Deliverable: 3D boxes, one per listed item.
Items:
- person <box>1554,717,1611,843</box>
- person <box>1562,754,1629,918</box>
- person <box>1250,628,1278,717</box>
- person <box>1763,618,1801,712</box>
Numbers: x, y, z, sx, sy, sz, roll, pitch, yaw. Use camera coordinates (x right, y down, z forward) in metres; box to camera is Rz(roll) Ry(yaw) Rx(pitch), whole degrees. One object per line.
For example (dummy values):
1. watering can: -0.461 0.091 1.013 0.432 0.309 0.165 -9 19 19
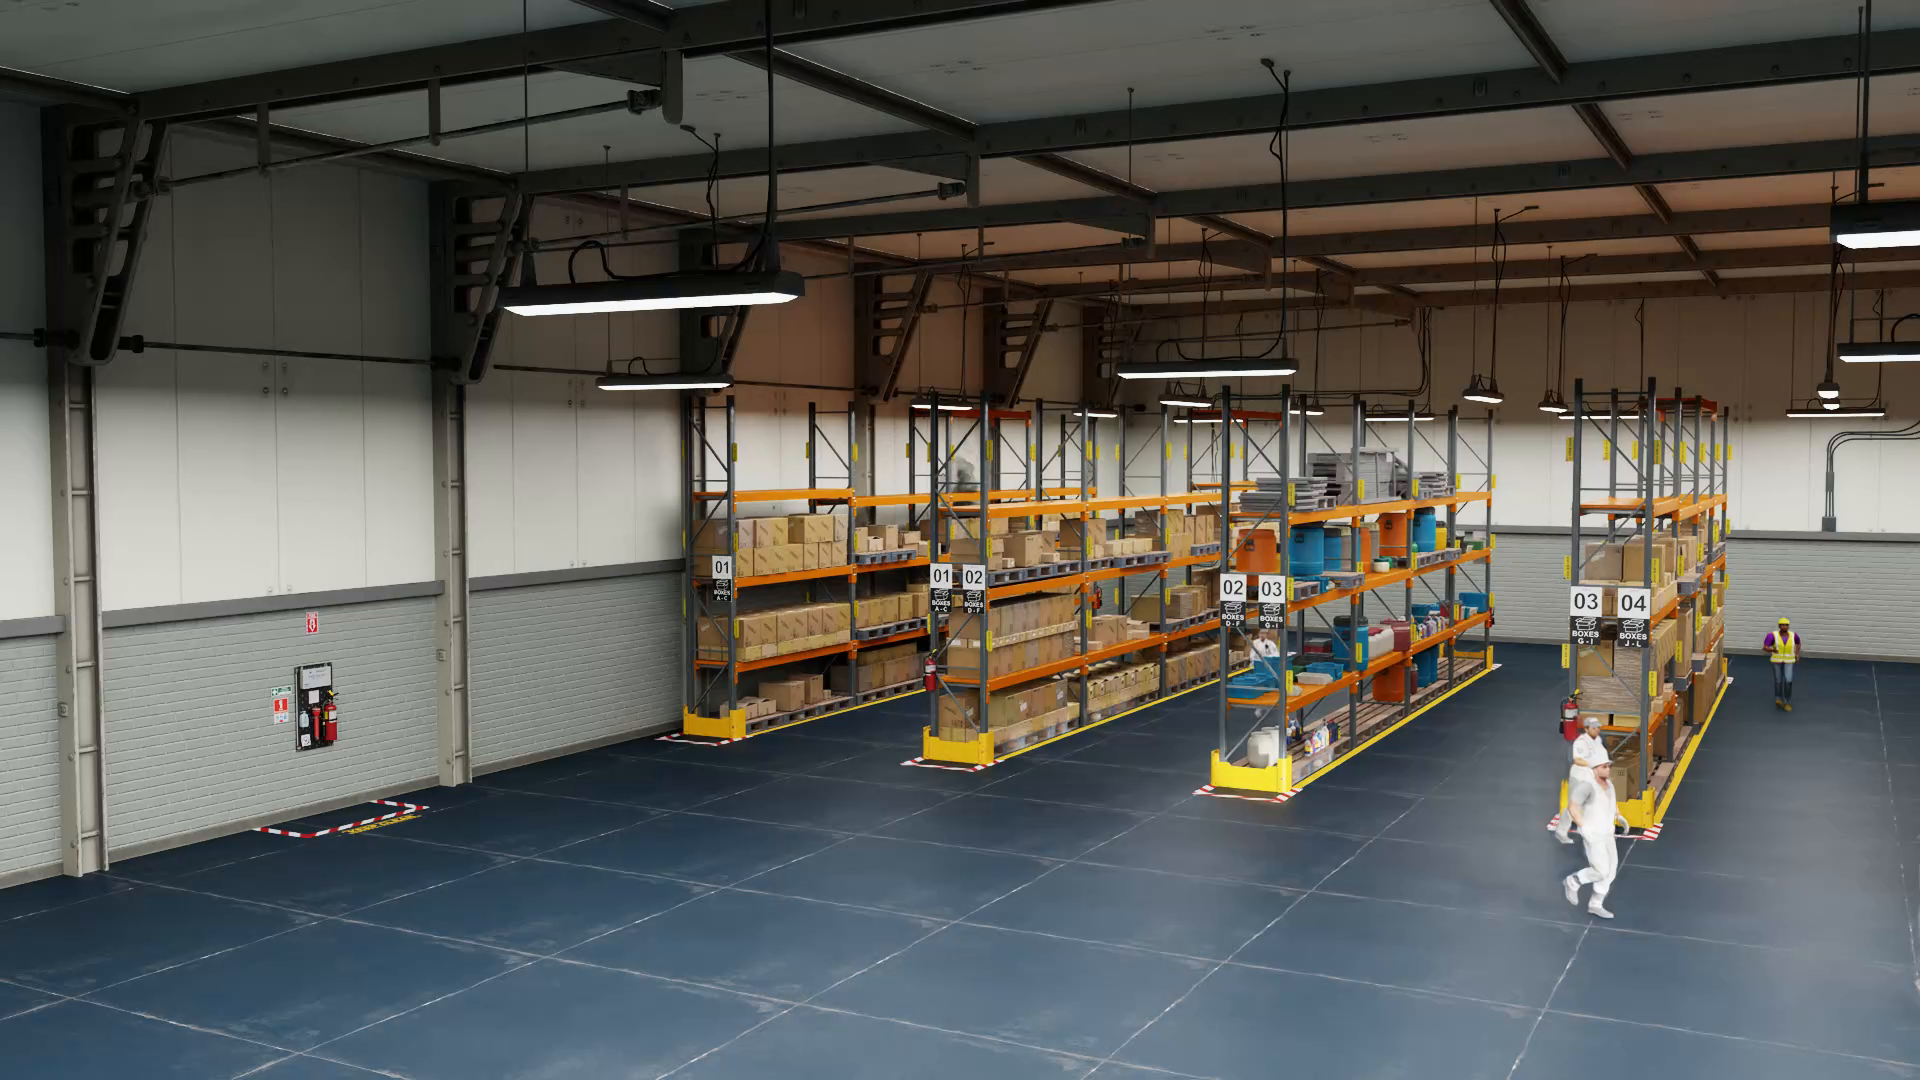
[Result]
1. person: 7.914 3.064 20.920 0.616 1.699 0.808 -1 3 -24
2. person: 6.883 3.180 18.031 0.678 1.756 0.593 -2 4 -33
3. person: 5.775 2.466 31.628 0.600 1.699 0.909 1 3 22
4. person: 16.025 2.424 32.431 0.674 1.827 0.773 1 3 24
